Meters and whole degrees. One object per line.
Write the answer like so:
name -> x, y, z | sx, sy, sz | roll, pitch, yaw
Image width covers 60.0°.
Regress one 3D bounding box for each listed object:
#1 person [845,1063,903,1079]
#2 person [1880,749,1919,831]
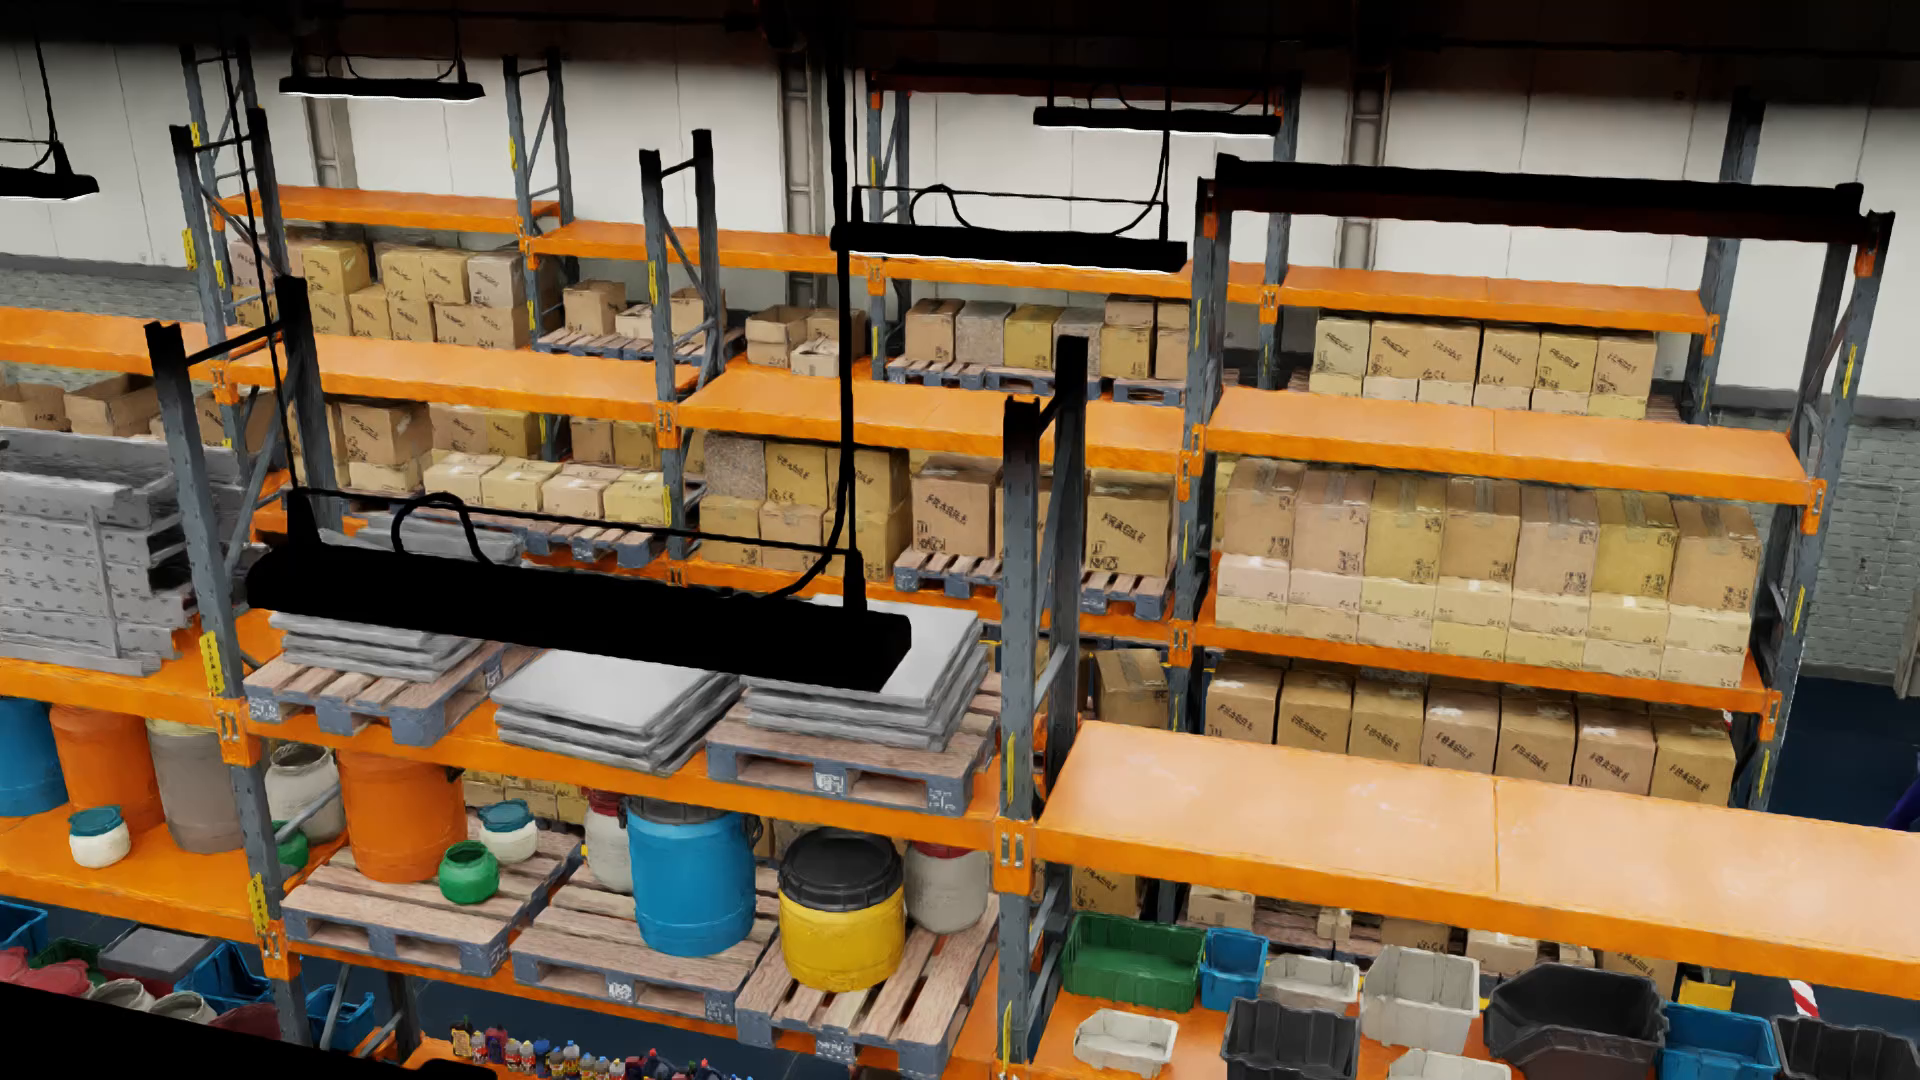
person -> -0.482, 3.278, 10.714 | 0.535, 1.676, 0.682 | 6, 23, 14
person -> 8.013, 2.077, 13.688 | 1.064, 1.563, 0.479 | 6, 23, 13
